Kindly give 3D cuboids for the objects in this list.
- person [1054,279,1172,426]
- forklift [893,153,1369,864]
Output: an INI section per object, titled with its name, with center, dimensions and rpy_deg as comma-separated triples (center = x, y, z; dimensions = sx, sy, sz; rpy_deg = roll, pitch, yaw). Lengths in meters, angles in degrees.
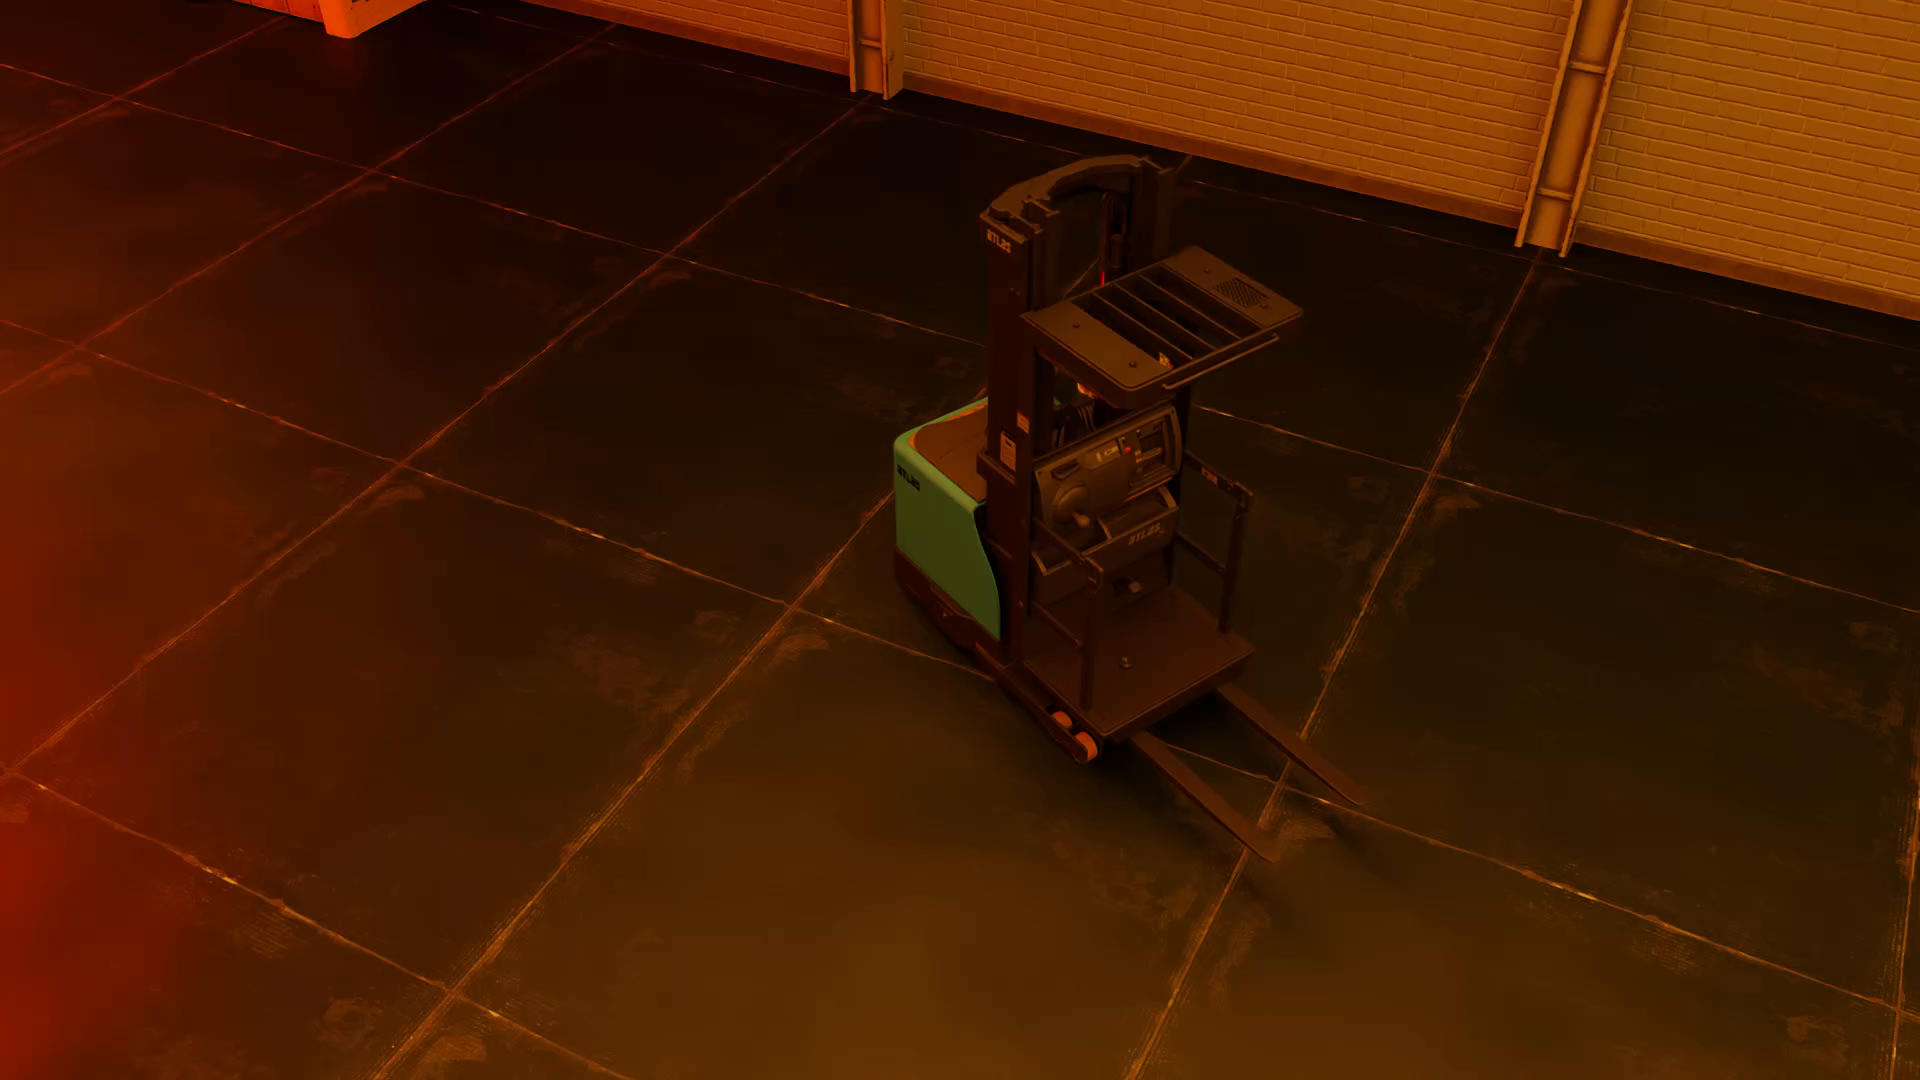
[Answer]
[person]
center = 0.808, -0.802, 9.895
dimensions = 0.573, 1.748, 0.925
rpy_deg = -30, 48, -31
[forklift]
center = 0.889, -0.295, 8.337
dimensions = 1.130, 2.935, 3.031
rpy_deg = -25, 46, -27
